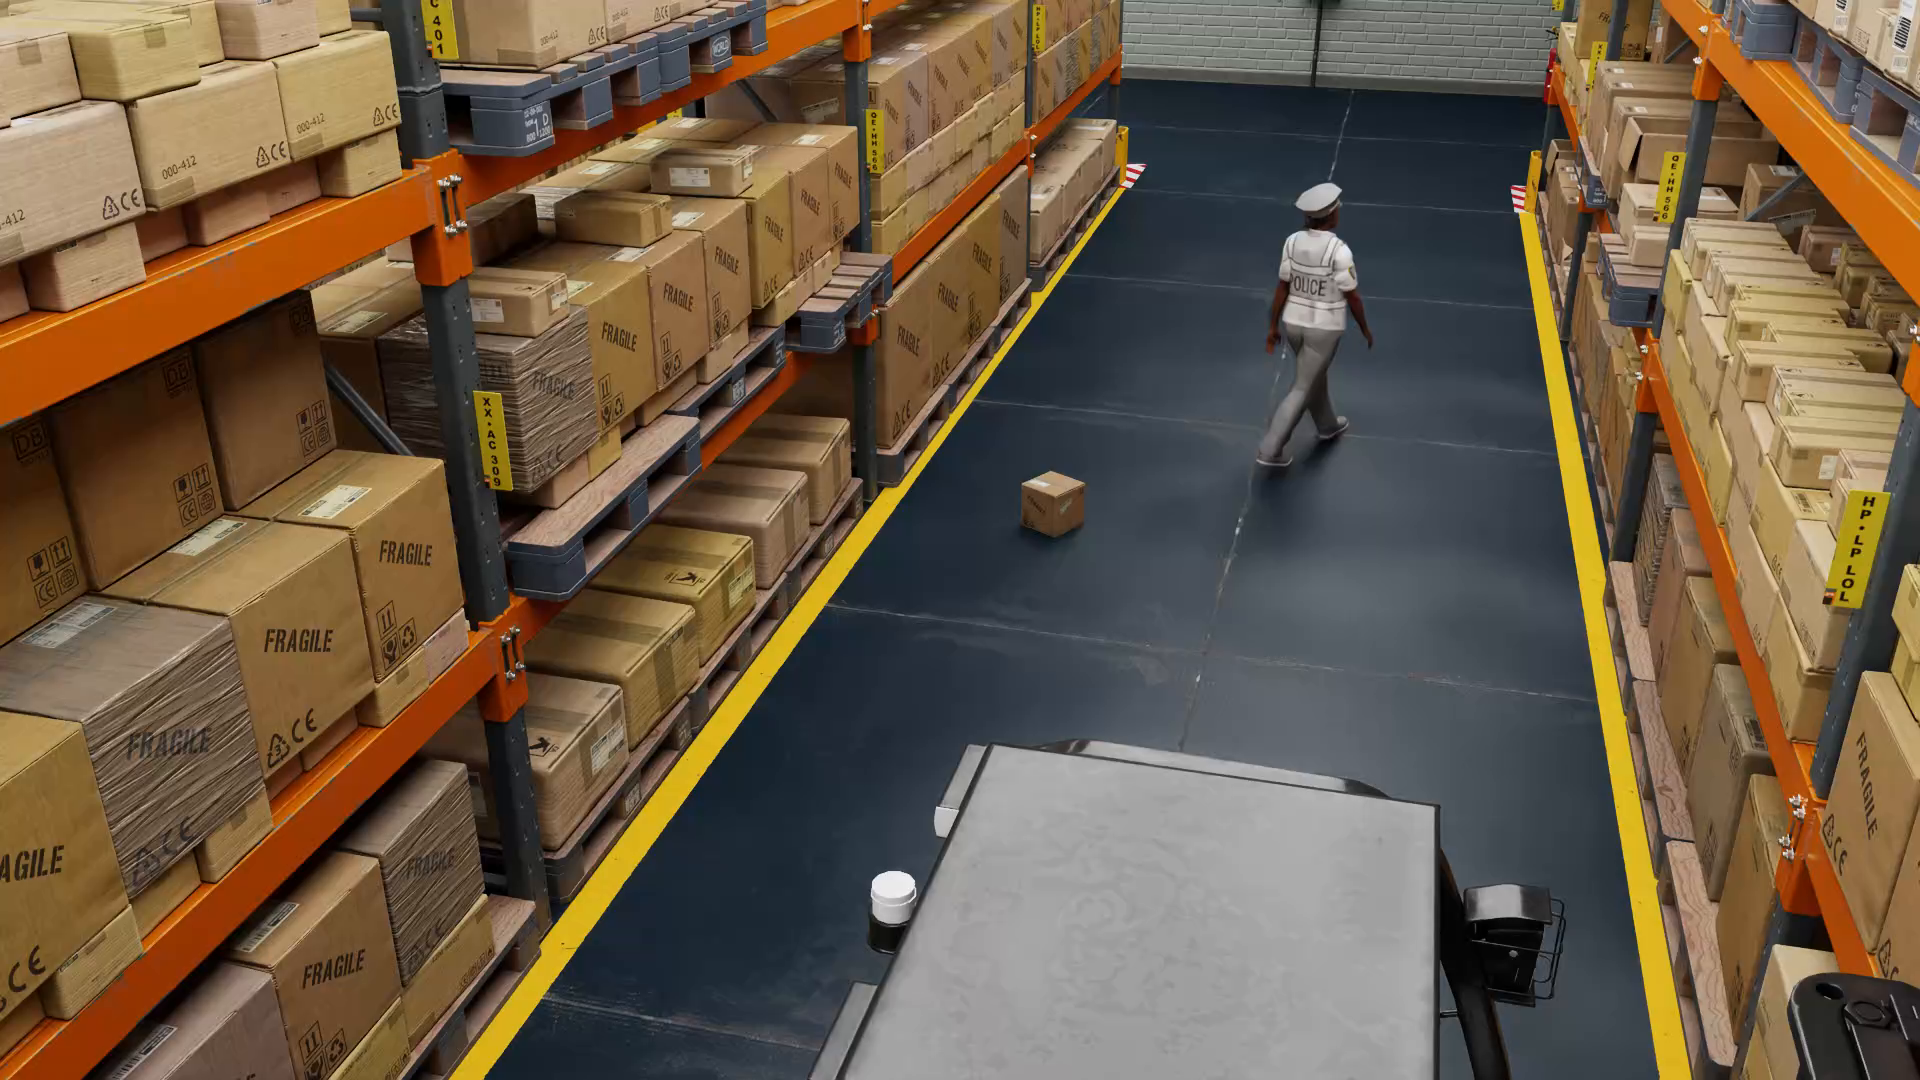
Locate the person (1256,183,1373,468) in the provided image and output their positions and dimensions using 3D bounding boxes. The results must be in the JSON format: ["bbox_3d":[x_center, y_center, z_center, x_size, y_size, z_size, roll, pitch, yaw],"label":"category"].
[{"bbox_3d":[2.118,-1.271,9.717,0.996,1.633,0.489,-19,32,-35],"label":"person"}]
